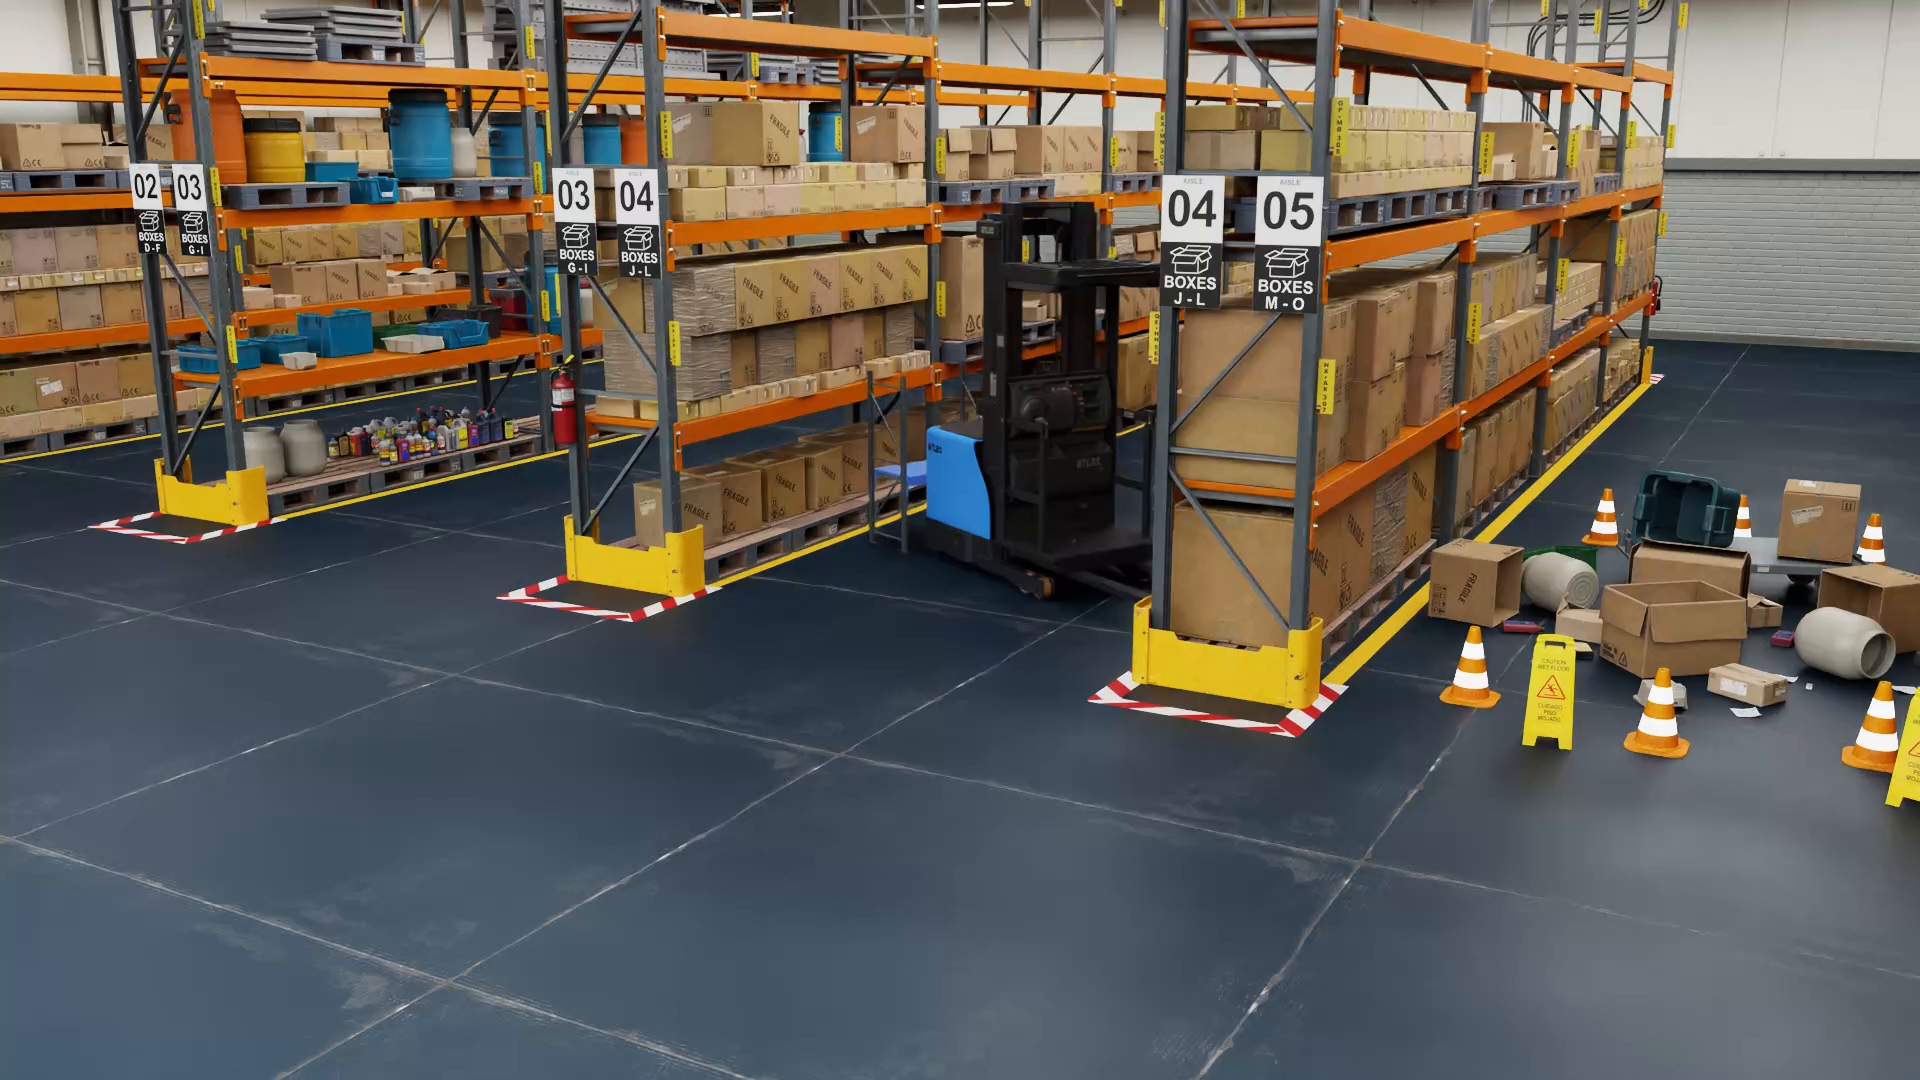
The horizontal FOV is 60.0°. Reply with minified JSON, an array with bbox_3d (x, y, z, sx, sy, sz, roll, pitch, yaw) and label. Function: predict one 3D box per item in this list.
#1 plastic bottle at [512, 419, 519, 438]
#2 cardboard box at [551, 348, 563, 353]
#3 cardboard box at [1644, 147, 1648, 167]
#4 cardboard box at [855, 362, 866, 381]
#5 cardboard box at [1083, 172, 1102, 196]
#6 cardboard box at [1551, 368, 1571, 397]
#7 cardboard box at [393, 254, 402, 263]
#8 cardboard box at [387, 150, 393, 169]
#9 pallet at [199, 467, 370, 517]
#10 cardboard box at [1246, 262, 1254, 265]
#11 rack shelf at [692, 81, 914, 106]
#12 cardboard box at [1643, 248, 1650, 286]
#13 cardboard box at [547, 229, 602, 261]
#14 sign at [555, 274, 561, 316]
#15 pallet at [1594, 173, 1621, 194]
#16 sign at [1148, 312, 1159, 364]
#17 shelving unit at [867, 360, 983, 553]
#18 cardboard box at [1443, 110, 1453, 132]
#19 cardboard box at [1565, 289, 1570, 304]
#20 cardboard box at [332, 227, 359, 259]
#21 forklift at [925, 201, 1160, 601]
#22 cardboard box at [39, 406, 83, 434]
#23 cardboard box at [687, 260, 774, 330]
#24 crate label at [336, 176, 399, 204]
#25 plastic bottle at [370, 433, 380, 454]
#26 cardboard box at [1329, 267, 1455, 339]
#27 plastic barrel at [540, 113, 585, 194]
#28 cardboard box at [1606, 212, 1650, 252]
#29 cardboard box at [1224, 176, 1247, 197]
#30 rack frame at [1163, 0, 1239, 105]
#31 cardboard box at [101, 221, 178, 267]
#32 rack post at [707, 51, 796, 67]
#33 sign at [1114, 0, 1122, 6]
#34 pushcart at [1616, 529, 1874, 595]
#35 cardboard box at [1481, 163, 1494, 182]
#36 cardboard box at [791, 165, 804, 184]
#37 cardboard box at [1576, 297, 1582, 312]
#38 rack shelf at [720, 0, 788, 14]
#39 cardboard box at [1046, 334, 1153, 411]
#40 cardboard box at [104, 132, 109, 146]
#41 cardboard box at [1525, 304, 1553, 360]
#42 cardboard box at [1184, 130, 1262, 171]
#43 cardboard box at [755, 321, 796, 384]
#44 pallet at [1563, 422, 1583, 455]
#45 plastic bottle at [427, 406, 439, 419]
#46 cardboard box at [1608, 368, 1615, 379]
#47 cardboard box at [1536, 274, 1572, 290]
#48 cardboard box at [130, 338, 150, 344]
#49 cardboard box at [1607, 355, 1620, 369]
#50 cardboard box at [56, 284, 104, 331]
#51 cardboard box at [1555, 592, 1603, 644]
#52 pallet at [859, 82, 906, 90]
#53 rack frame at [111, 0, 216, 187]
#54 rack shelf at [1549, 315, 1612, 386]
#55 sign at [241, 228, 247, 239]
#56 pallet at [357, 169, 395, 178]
[{"bbox_3d":[-4.900,-1.227,18.256,0.097,0.201,0.097,0,14,0],"label":"plastic bottle"},{"bbox_3d":[-6.433,-3.136,25.537,0.500,0.500,0.500,7,15,27],"label":"cardboard box"},{"bbox_3d":[8.682,-4.994,21.703,0.500,0.250,0.500,7,15,26],"label":"cardboard box"},{"bbox_3d":[-1.071,-1.528,15.006,0.380,0.149,0.250,7,15,28],"label":"cardboard box"},{"bbox_3d":[1.256,-4.003,18.657,0.500,0.250,0.500,7,15,28],"label":"cardboard box"},{"bbox_3d":[6.355,-1.732,18.154,0.500,0.250,0.500,7,15,27],"label":"cardboard box"},{"bbox_3d":[-9.985,-4.931,29.080,0.380,0.149,0.250,8,16,30],"label":"cardboard box"},{"bbox_3d":[-7.806,-5.246,22.919,0.500,0.250,0.500,8,16,30],"label":"cardboard box"},{"bbox_3d":[-6.539,-0.494,16.133,1.003,0.211,1.213,7,15,28],"label":"pallet"},{"bbox_3d":[3.905,-4.169,23.513,0.500,0.500,0.500,7,15,28],"label":"cardboard box"},{"bbox_3d":[-2.097,-6.087,22.969,1.077,0.370,4.000,7,15,28],"label":"rack shelf"},{"bbox_3d":[9.186,-3.768,22.916,0.500,0.500,0.500,7,15,27],"label":"cardboard box"},{"bbox_3d":[-6.167,-4.719,26.600,0.700,0.500,0.500,10,17,37],"label":"cardboard box"},{"bbox_3d":[-3.072,-1.885,12.808,0.100,0.325,0.005,7,15,28],"label":"sign"},{"bbox_3d":[7.107,-4.233,19.693,1.213,0.211,1.003,7,15,28],"label":"pallet"},{"bbox_3d":[1.229,-1.261,10.389,0.100,0.325,0.005,7,15,28],"label":"sign"},{"bbox_3d":[-0.224,-0.742,14.411,1.048,1.500,0.538,-11,17,-38],"label":"shelving unit"},{"bbox_3d":[3.368,-3.050,12.111,0.380,0.149,0.250,8,16,29],"label":"cardboard box"},{"bbox_3d":[6.472,-2.677,18.243,0.380,0.149,0.250,7,15,28],"label":"cardboard box"},{"bbox_3d":[-10.531,-5.016,28.048,0.500,0.500,0.500,8,16,30],"label":"cardboard box"},{"bbox_3d":[0.903,-1.098,12.833,1.130,2.935,3.031,-8,16,-31],"label":"forklift"},{"bbox_3d":[-10.331,-1.383,18.839,0.500,0.250,0.500,7,15,28],"label":"cardboard box"},{"bbox_3d":[-1.844,-1.965,13.301,0.500,0.500,0.500,7,15,28],"label":"cardboard box"},{"bbox_3d":[-5.738,-3.395,16.134,0.502,0.251,0.408,7,15,28],"label":"crate label"},{"bbox_3d":[-6.096,-1.010,17.353,0.097,0.201,0.097,0,14,0],"label":"plastic bottle"},{"bbox_3d":[3.422,-1.866,13.248,0.875,0.550,0.550,7,15,28],"label":"cardboard box"},{"bbox_3d":[-4.626,-4.448,19.116,0.600,0.901,0.600,0,14,0],"label":"plastic barrel"},{"bbox_3d":[8.940,-4.147,22.354,0.500,0.500,0.500,8,16,31],"label":"cardboard box"},{"bbox_3d":[1.561,-2.214,10.345,0.380,0.149,0.250,7,15,28],"label":"cardboard box"},{"bbox_3d":[3.205,-6.480,22.212,1.000,3.000,0.127,7,15,28],"label":"rack frame"},{"bbox_3d":[-9.784,-3.529,19.791,0.700,0.500,0.500,7,15,28],"label":"cardboard box"},{"bbox_3d":[-2.750,-6.337,21.780,0.954,0.300,0.937,7,15,28],"label":"rack post"},{"bbox_3d":[1.751,-6.092,18.442,0.100,0.325,0.005,7,15,28],"label":"sign"},{"bbox_3d":[5.993,0.227,12.786,1.648,0.377,0.936,2,14,9],"label":"pushcart"},{"bbox_3d":[4.349,-3.113,14.073,0.250,0.149,0.380,7,15,28],"label":"cardboard box"},{"bbox_3d":[-1.522,-3.030,13.773,0.380,0.149,0.250,7,15,27],"label":"cardboard box"},{"bbox_3d":[6.853,-2.691,18.937,0.380,0.149,0.250,8,16,30],"label":"cardboard box"},{"bbox_3d":[-4.498,-9.279,28.267,1.077,0.370,4.000,7,15,28],"label":"rack shelf"},{"bbox_3d":[1.623,-2.053,20.288,1.225,0.875,0.875,7,15,25],"label":"cardboard box"},{"bbox_3d":[-12.740,-5.673,24.155,0.500,0.500,0.500,7,15,26],"label":"cardboard box"},{"bbox_3d":[5.582,-2.086,16.573,0.500,0.500,0.500,7,15,28],"label":"cardboard box"},{"bbox_3d":[1.689,-2.434,10.404,0.500,0.250,0.500,8,16,29],"label":"cardboard box"},{"bbox_3d":[-1.890,-1.618,13.998,0.875,0.500,0.500,7,15,28],"label":"cardboard box"},{"bbox_3d":[6.534,-1.214,19.119,1.003,0.211,1.213,7,15,28],"label":"pallet"},{"bbox_3d":[-5.751,-1.291,18.201,0.144,0.351,0.185,8,16,30],"label":"plastic bottle"},{"bbox_3d":[8.370,-2.207,21.839,0.380,0.149,0.250,8,16,31],"label":"cardboard box"},{"bbox_3d":[6.465,-2.820,18.199,0.380,0.149,0.250,8,16,31],"label":"cardboard box"},{"bbox_3d":[-12.605,-3.074,25.279,0.700,0.500,0.500,7,15,28],"label":"cardboard box"},{"bbox_3d":[8.411,-2.342,21.765,0.380,0.149,0.250,8,16,29],"label":"cardboard box"},{"bbox_3d":[-10.283,-2.686,19.060,0.700,0.500,0.500,8,16,30],"label":"cardboard box"},{"bbox_3d":[4.412,0.551,11.682,0.396,0.266,0.258,11,17,38],"label":"cardboard box"},{"bbox_3d":[-1.504,-6.582,23.890,1.003,0.211,1.213,7,15,28],"label":"pallet"},{"bbox_3d":[-6.932,-4.579,14.327,1.000,3.000,0.127,7,15,28],"label":"rack frame"},{"bbox_3d":[6.531,-2.221,18.880,1.077,0.370,4.000,7,15,28],"label":"rack shelf"},{"bbox_3d":[-11.257,-4.891,26.121,0.100,0.325,0.005,7,15,28],"label":"sign"},{"bbox_3d":[-8.186,-4.853,22.268,1.003,0.211,1.213,8,16,31],"label":"pallet"}]
